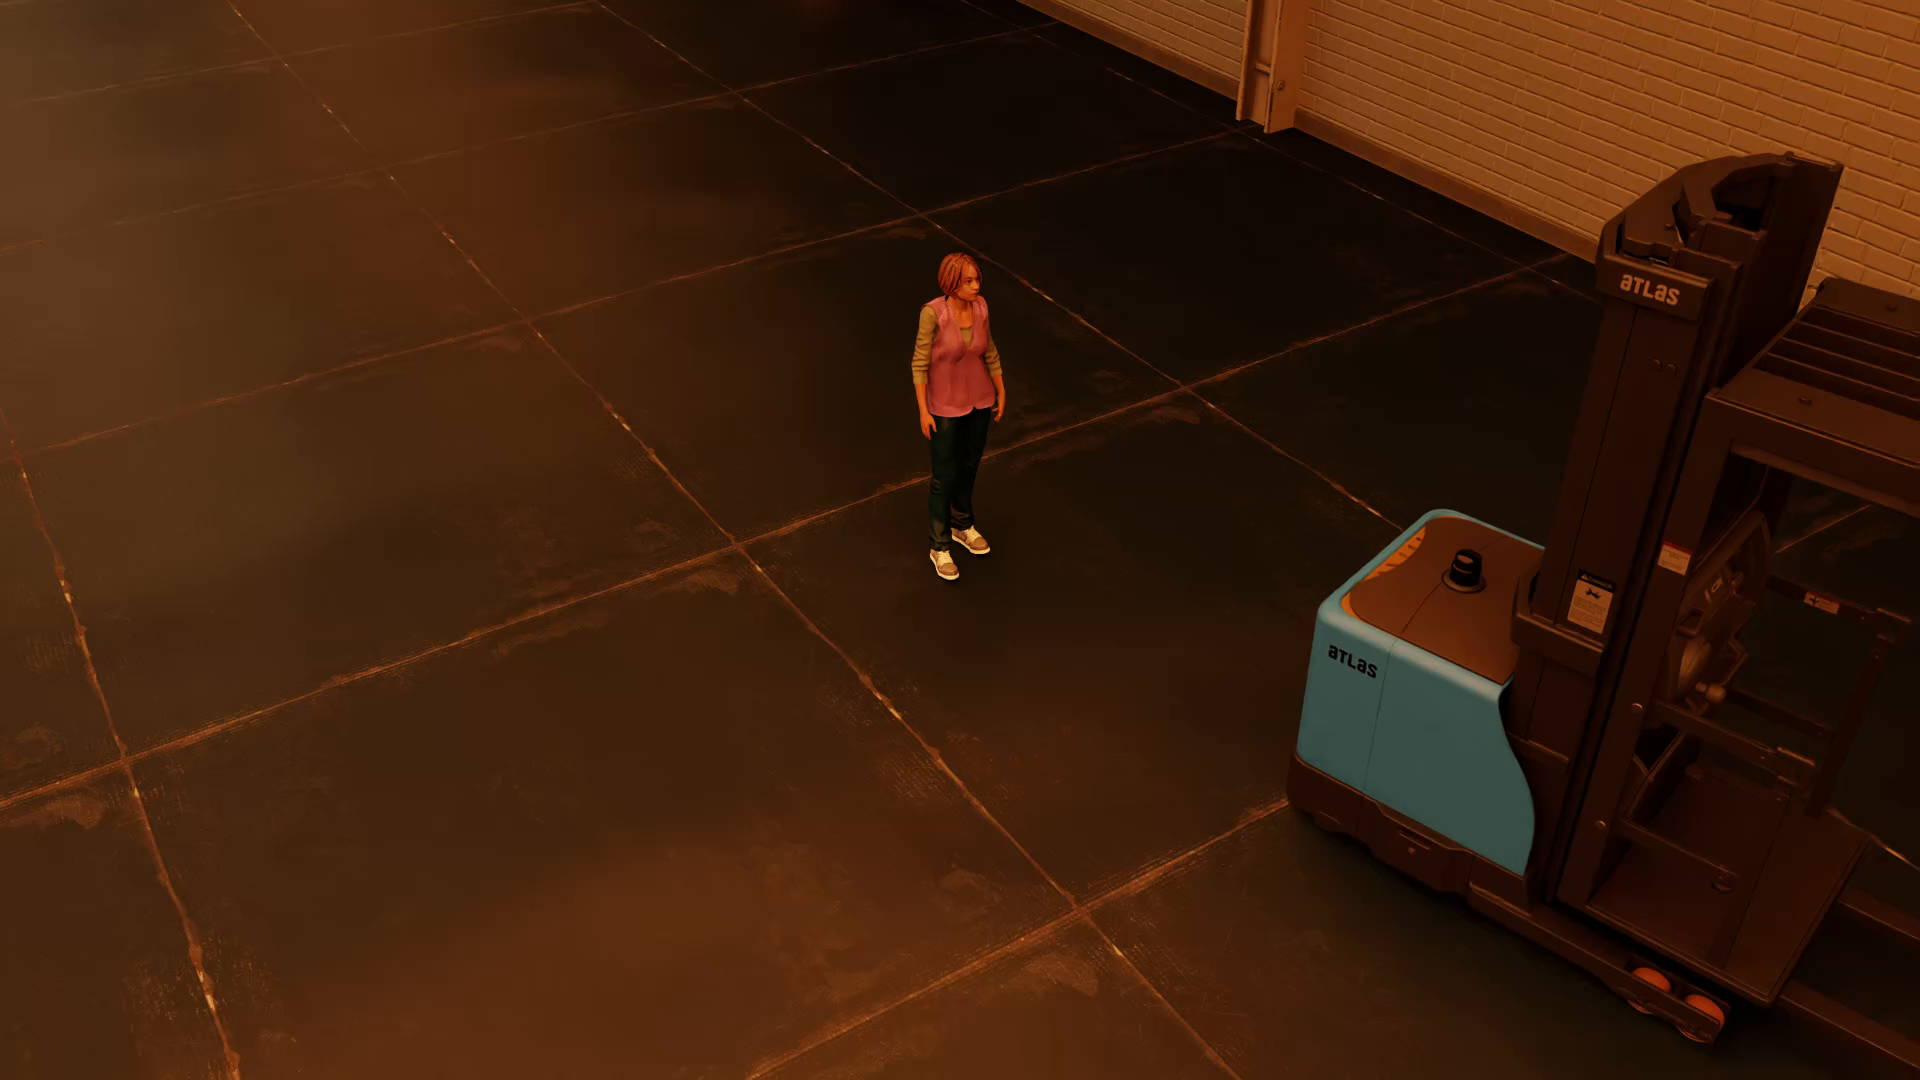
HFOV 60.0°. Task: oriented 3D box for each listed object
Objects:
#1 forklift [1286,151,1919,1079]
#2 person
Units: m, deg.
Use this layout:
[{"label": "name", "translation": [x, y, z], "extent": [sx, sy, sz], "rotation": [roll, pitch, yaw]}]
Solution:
[{"label": "forklift", "translation": [2.820, 0.291, 5.734], "extent": [3.031, 2.935, 1.130], "rotation": [27, 43, 33]}, {"label": "person", "translation": [0.029, -0.619, 8.176], "extent": [0.520, 1.599, 0.473], "rotation": [-21, 40, -27]}]
